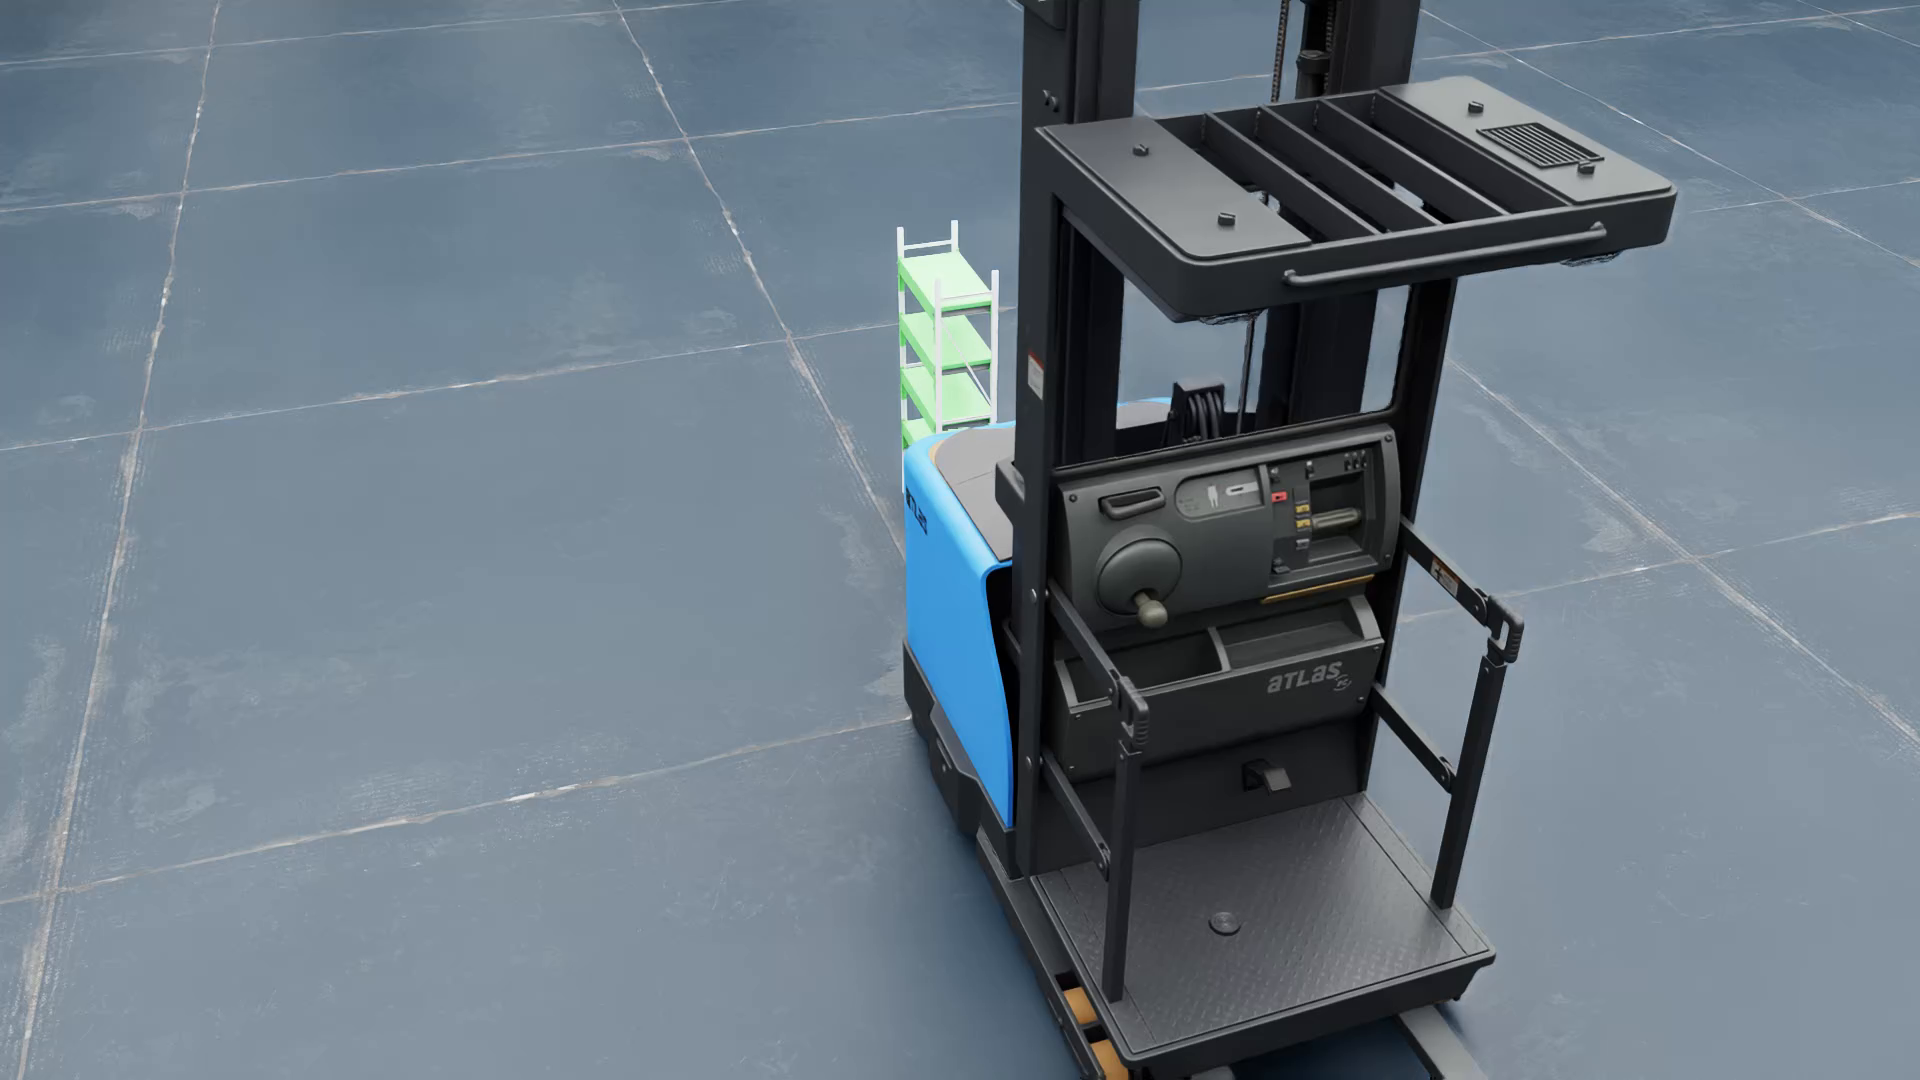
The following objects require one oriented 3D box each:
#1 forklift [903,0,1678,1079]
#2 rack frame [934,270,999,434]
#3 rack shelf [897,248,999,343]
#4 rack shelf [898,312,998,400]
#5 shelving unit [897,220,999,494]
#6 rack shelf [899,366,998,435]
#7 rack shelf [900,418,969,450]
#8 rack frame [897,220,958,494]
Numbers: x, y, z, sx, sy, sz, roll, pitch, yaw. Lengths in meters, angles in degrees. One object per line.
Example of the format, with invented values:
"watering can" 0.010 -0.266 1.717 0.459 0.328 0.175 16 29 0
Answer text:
"forklift" 0.771 0.028 4.048 1.130 2.935 3.031 -11 35 -16
"rack frame" 0.024 -0.459 6.357 0.240 1.200 0.015 -10 35 -15
"rack shelf" -0.050 -0.935 6.321 0.258 0.148 0.480 -10 35 -15
"rack shelf" -0.050 -0.734 6.454 0.258 0.148 0.480 -10 35 -15
"shelving unit" -0.050 -0.587 6.551 0.258 1.200 0.503 -10 35 -15
"rack shelf" -0.050 -0.534 6.586 0.258 0.148 0.480 -10 35 -15
"rack shelf" -0.050 -0.334 6.718 0.258 0.148 0.480 -10 35 -15
"rack frame" -0.125 -0.716 6.745 0.240 1.200 0.015 -10 35 -15
